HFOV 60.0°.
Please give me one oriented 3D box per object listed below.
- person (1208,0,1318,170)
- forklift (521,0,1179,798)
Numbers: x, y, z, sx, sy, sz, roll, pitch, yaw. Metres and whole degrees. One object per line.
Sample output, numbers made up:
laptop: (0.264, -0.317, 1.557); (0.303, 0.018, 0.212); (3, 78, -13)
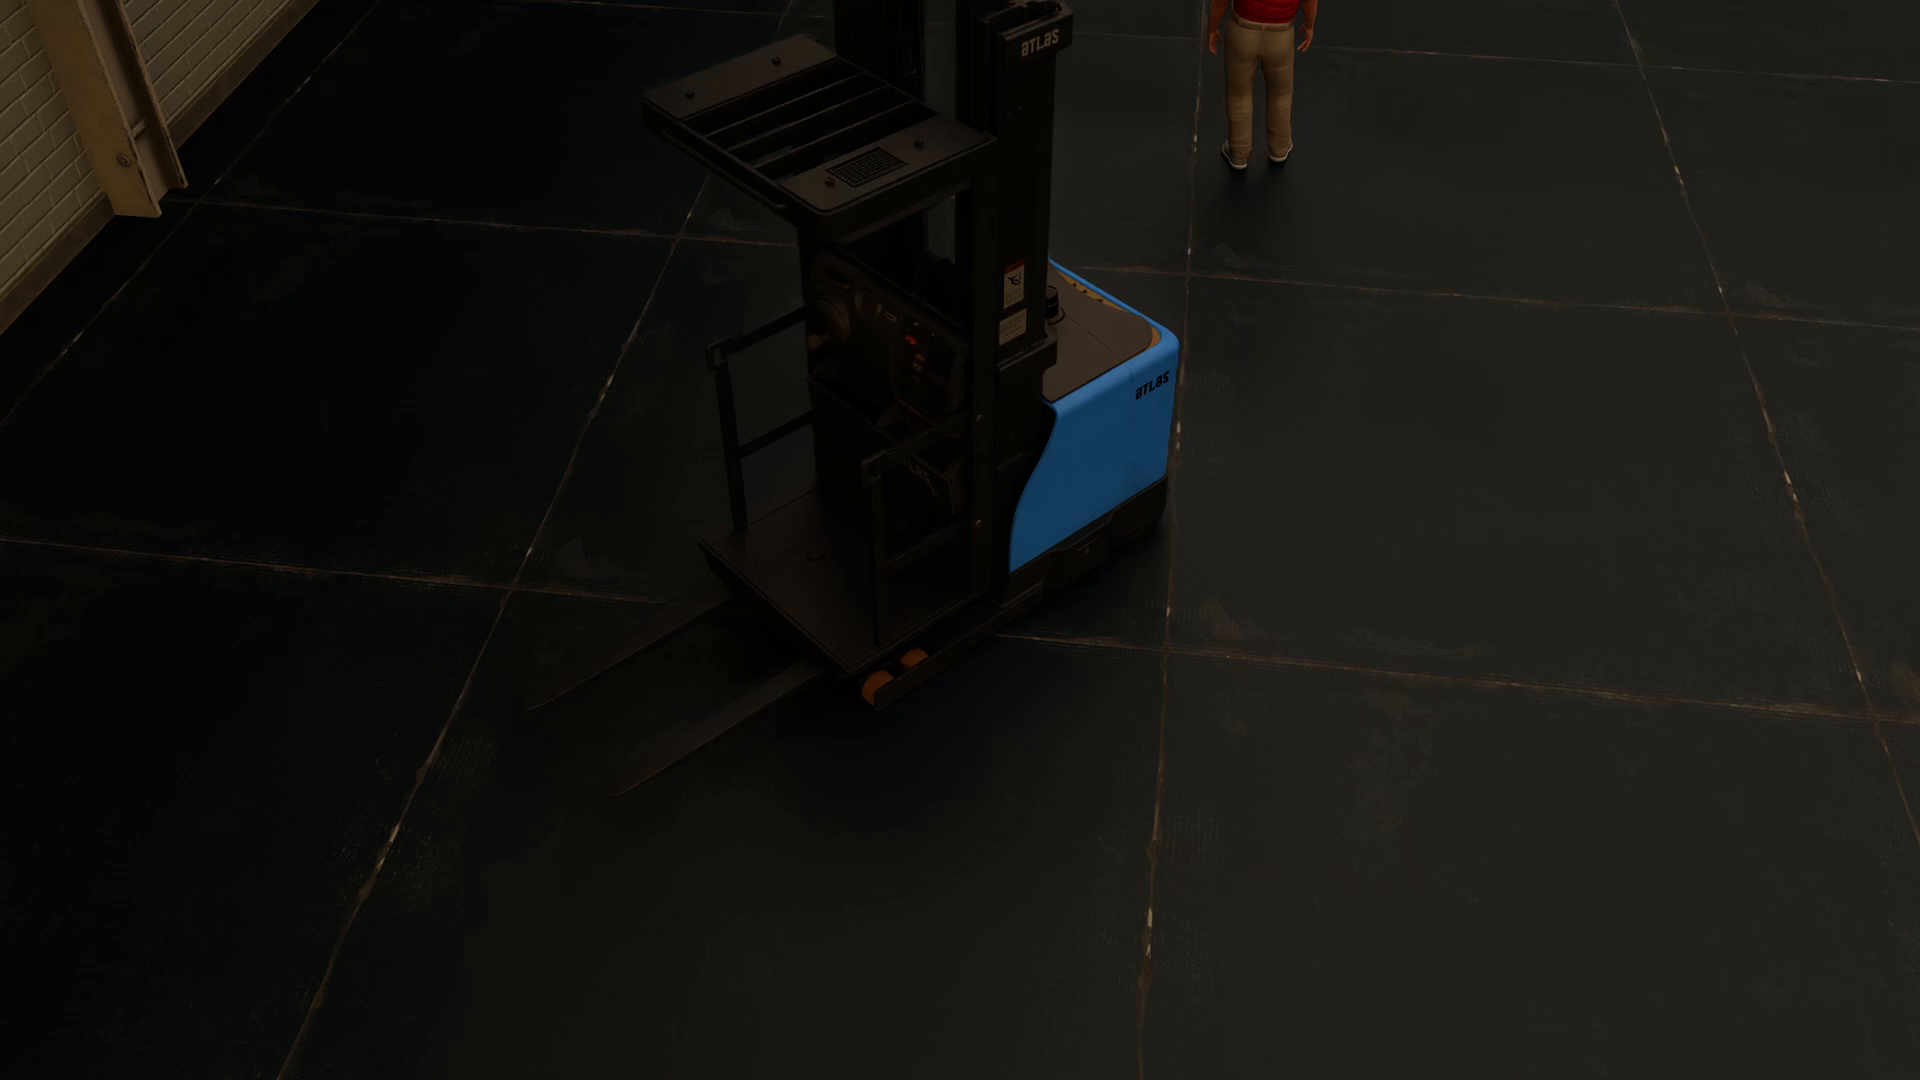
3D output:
person: (1.788, -3.041, 9.913); (0.640, 1.727, 0.551); (3, 43, 3)
forklift: (-0.457, -0.761, 6.553); (3.031, 2.935, 1.130); (-31, 51, -29)
